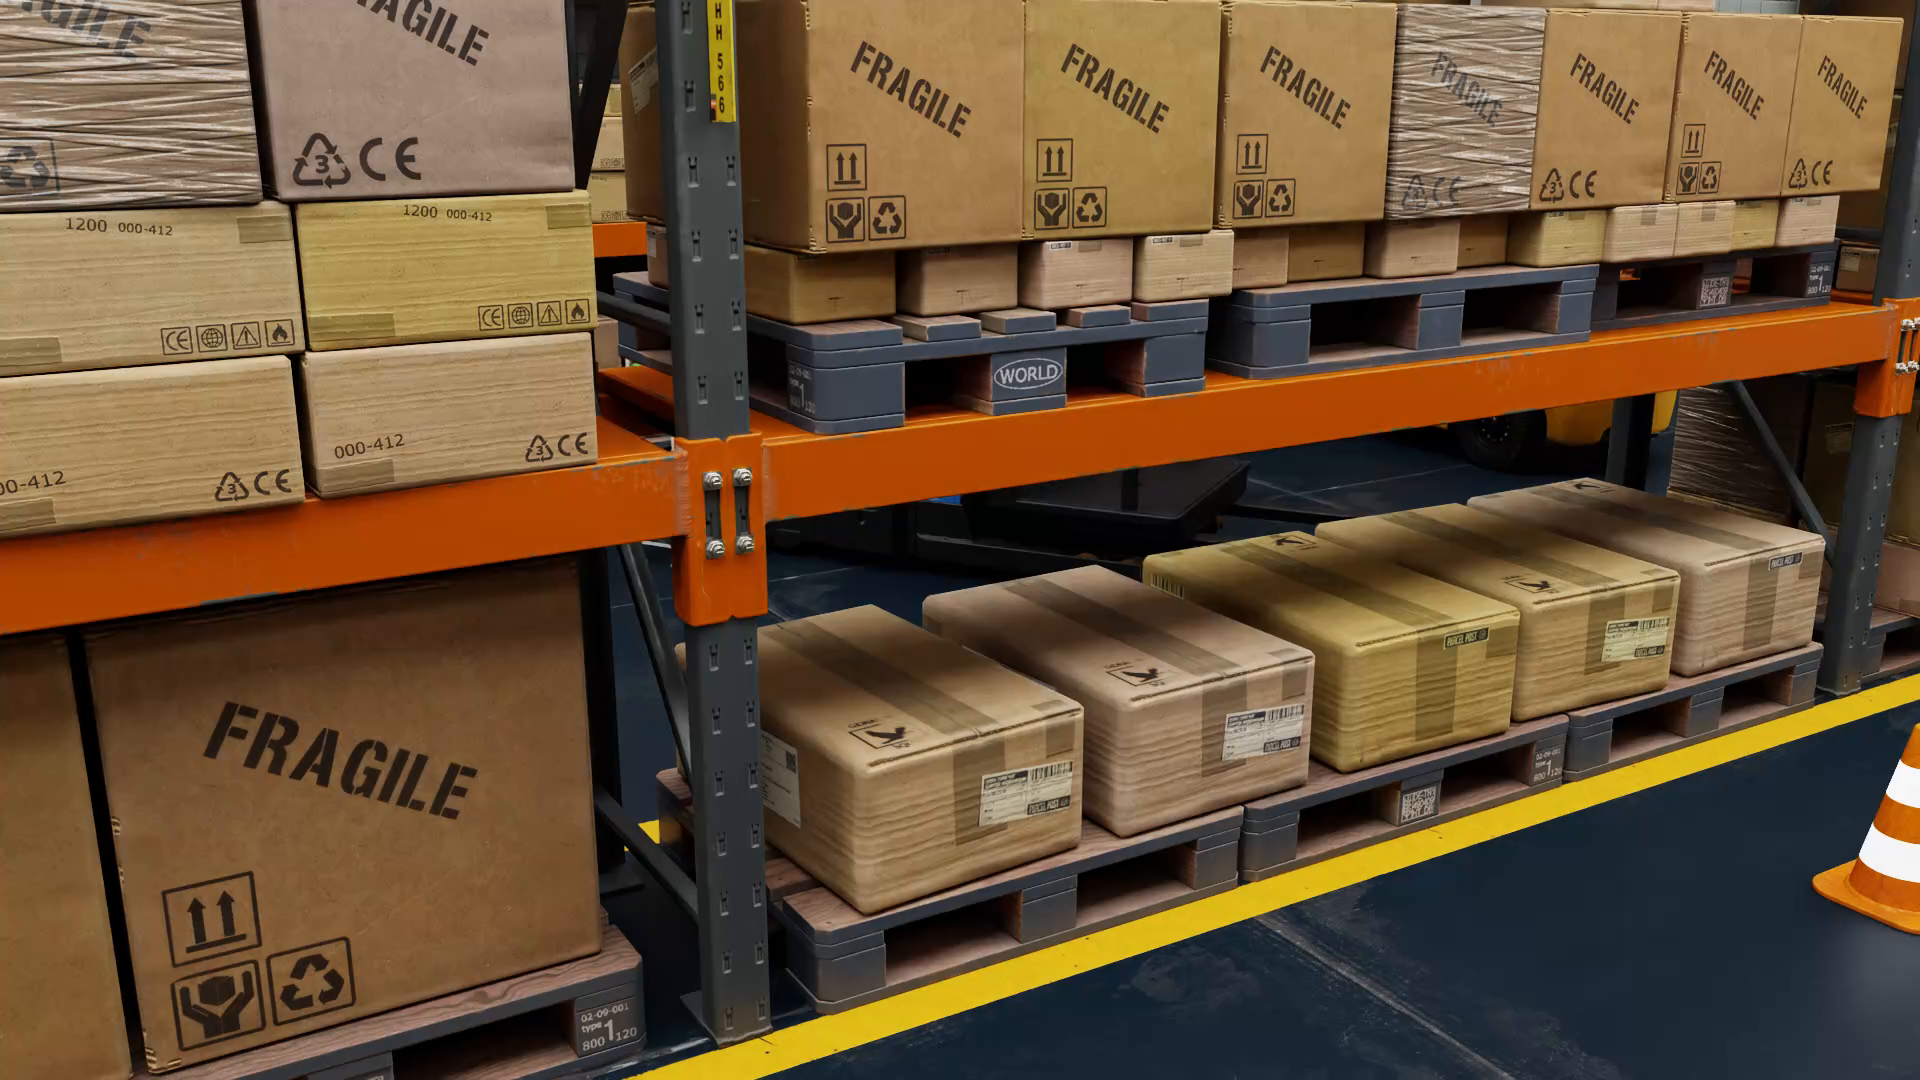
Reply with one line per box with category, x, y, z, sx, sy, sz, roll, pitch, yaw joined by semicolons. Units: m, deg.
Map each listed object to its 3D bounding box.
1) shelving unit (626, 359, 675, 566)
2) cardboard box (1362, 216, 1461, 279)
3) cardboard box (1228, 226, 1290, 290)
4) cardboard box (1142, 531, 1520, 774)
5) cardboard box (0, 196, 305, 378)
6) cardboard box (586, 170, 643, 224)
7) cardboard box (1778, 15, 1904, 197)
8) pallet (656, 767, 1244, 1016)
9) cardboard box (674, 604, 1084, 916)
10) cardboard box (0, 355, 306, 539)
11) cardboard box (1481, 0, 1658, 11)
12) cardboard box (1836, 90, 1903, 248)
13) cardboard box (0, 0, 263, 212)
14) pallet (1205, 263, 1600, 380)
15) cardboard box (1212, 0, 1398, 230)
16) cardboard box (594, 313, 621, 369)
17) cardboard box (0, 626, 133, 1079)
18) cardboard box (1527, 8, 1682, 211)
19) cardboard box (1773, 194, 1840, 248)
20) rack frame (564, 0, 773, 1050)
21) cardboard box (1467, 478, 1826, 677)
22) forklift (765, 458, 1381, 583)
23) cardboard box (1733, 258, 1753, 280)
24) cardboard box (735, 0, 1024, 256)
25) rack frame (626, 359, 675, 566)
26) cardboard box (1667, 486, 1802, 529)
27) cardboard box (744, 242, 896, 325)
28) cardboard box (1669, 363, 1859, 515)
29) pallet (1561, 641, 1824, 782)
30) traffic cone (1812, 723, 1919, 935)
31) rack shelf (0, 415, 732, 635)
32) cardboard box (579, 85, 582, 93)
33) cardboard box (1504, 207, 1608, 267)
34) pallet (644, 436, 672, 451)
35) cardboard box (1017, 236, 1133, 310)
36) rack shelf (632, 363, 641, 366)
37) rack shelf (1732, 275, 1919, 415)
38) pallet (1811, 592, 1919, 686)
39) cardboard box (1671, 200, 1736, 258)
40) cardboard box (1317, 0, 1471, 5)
shelving unit;-1.157;-0.536;7.099;0.258;1.200;0.503;8;18;27
cardboard box;1.069;-0.780;4.323;0.250;0.149;0.380;-9;18;-28
cardboard box;0.589;-0.711;4.074;0.250;0.149;0.380;-8;18;-26
cardboard box;1.055;0.295;4.890;0.625;0.372;0.950;-9;18;-28
cardboard box;-1.438;-0.453;2.822;0.500;0.250;0.500;-10;18;-31
cardboard box;-1.898;-1.706;8.216;0.500;0.250;0.500;-10;18;-31
cardboard box;2.435;-1.315;5.031;0.500;0.500;0.500;-10;18;-31
pallet;-0.045;0.751;4.339;1.213;0.211;1.003;-9;18;-30
cardboard box;-0.226;0.504;4.146;0.625;0.372;0.950;-11;19;-33
cardboard box;-1.446;-0.206;2.865;0.500;0.250;0.500;-9;18;-29
cardboard box;1.626;-1.486;4.439;0.250;0.149;0.380;-10;19;-32
cardboard box;3.234;-1.227;5.494;0.500;0.500;0.500;-9;18;-30
cardboard box;-1.460;-0.807;2.694;0.500;0.500;0.500;-9;18;-29
pallet;0.960;-0.675;4.617;1.213;0.211;1.003;-9;18;-30
cardboard box;0.684;-1.035;4.031;0.500;0.500;0.500;-9;18;-29
cardboard box;-2.178;-0.866;8.564;0.625;0.625;0.875;-9;18;-28
cardboard box;-2.118;0.537;3.093;0.875;0.875;0.875;-9;18;-29
cardboard box;1.565;-1.176;4.533;0.500;0.500;0.500;-9;18;-28
cardboard box;2.414;-0.985;5.054;0.250;0.149;0.380;-9;18;-29
rack frame;-0.716;-0.483;3.576;0.127;3.000;1.000;-9;18;-30
cardboard box;2.265;0.097;5.596;0.625;0.372;0.950;-9;18;-29
forklift;0.625;-1.333;6.733;3.031;2.935;1.130;7;17;24
cardboard box;2.831;-1.033;6.005;0.250;0.149;0.380;-9;18;-30
cardboard box;-0.211;-0.886;3.498;0.500;0.500;0.500;-10;18;-31
rack frame;-1.273;-0.478;6.893;0.240;1.200;0.015;8;18;27
cardboard box;3.081;-0.062;6.389;0.500;0.250;0.500;-8;18;-27
cardboard box;-0.342;-0.567;3.561;0.250;0.149;0.380;-10;19;-33
cardboard box;3.082;-0.423;6.288;0.500;0.500;0.500;-9;18;-30
pallet;2.046;0.412;5.549;1.213;0.211;1.003;-9;18;-30
traffic cone;2.371;0.679;4.132;0.334;0.463;0.336;-9;18;-30
rack shelf;-2.430;0.141;2.681;4.000;0.370;1.077;-9;18;-30
cardboard box;-1.998;-2.128;8.056;0.250;0.149;0.380;-9;18;-29
cardboard box;1.532;-0.847;4.560;0.250;0.149;0.380;-9;18;-30
pallet;-1.505;-0.562;9.025;1.213;0.211;1.003;-9;18;-30
cardboard box;0.176;-0.625;3.771;0.250;0.149;0.380;-11;19;-33
rack shelf;-1.157;-0.706;7.052;0.258;0.148;0.480;8;18;27
rack shelf;4.427;-0.971;6.649;4.000;0.370;1.077;-9;18;-30
pallet;3.270;0.202;6.298;1.213;0.211;1.003;-9;18;-30
cardboard box;1.976;-0.908;4.780;0.250;0.149;0.380;-10;18;-31
cardboard box;1.249;-1.587;4.797;0.250;0.149;0.380;-8;18;-27
